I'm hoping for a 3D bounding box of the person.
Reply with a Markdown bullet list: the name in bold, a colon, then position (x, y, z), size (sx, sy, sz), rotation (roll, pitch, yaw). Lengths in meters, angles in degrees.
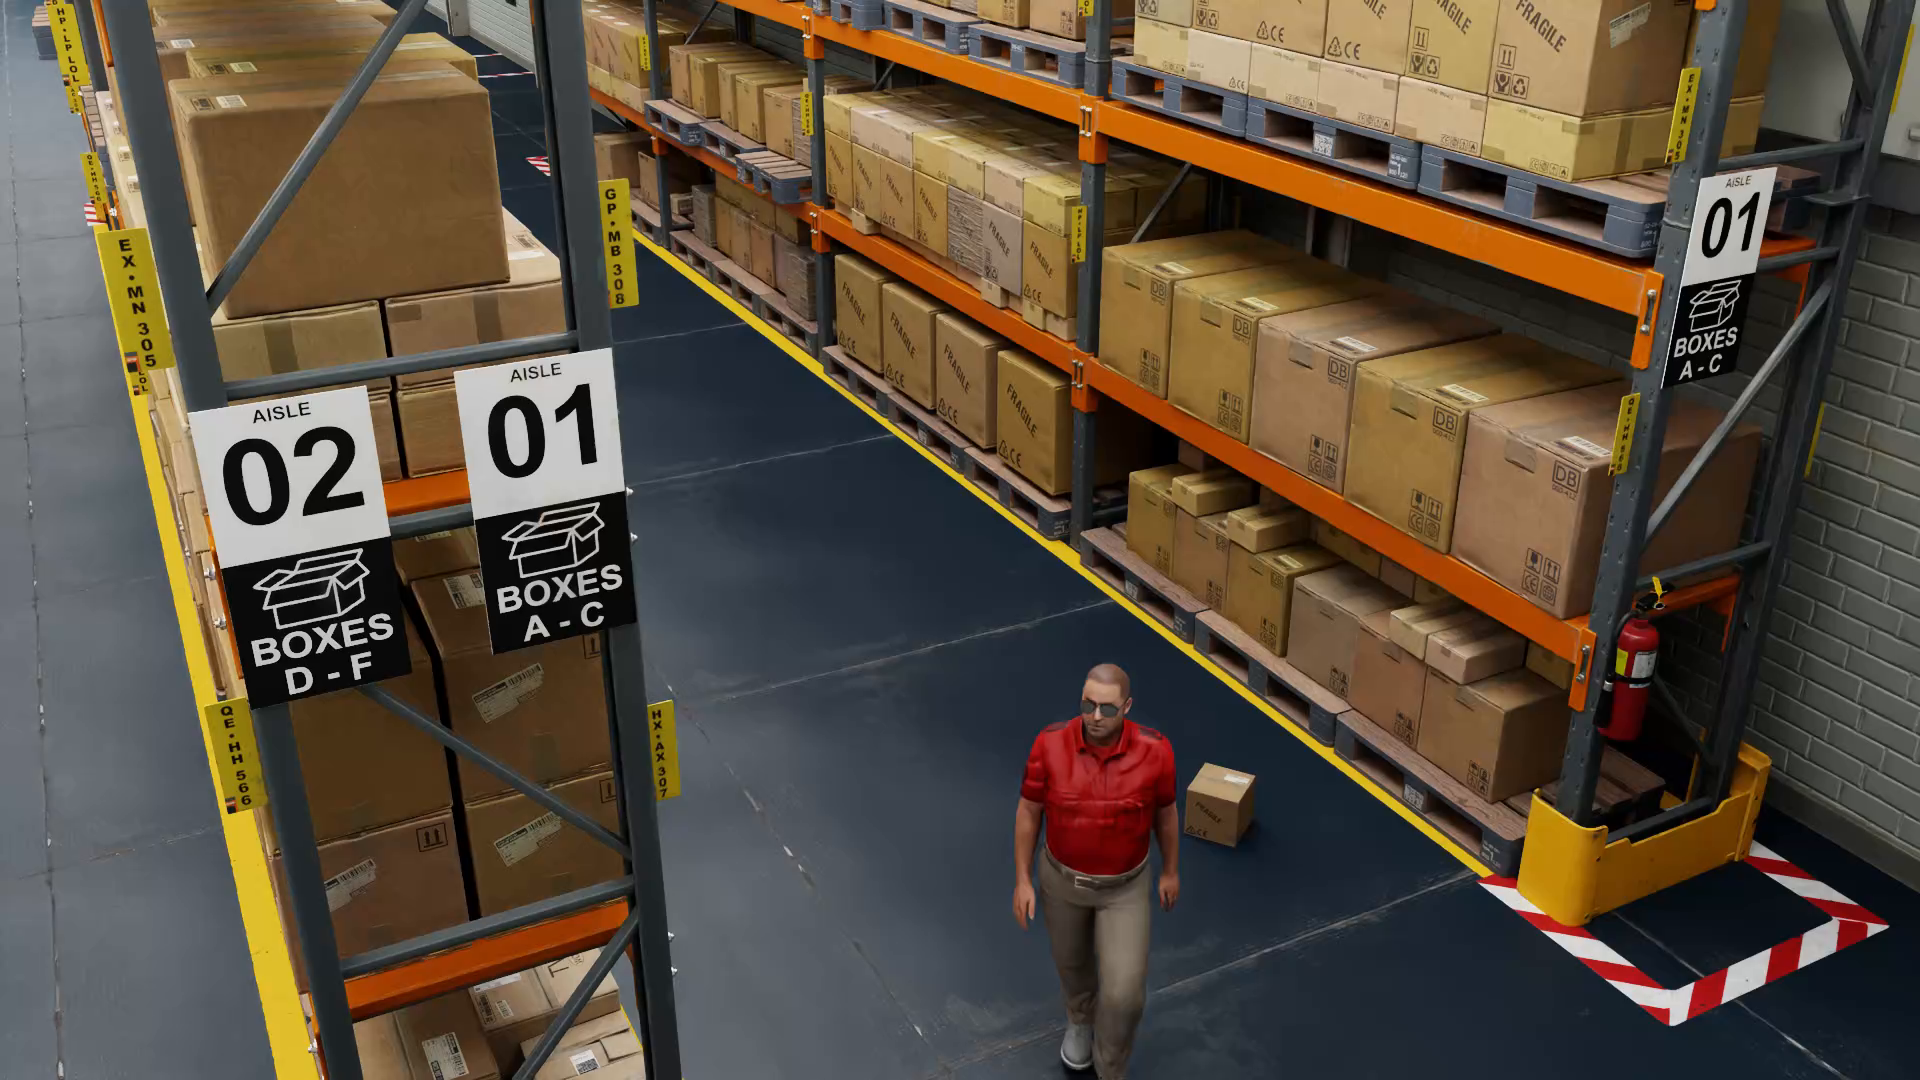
- **person**: position (0.486, 1.271, 5.993), size (0.588, 1.800, 0.553), rotation (6, 26, 12)
